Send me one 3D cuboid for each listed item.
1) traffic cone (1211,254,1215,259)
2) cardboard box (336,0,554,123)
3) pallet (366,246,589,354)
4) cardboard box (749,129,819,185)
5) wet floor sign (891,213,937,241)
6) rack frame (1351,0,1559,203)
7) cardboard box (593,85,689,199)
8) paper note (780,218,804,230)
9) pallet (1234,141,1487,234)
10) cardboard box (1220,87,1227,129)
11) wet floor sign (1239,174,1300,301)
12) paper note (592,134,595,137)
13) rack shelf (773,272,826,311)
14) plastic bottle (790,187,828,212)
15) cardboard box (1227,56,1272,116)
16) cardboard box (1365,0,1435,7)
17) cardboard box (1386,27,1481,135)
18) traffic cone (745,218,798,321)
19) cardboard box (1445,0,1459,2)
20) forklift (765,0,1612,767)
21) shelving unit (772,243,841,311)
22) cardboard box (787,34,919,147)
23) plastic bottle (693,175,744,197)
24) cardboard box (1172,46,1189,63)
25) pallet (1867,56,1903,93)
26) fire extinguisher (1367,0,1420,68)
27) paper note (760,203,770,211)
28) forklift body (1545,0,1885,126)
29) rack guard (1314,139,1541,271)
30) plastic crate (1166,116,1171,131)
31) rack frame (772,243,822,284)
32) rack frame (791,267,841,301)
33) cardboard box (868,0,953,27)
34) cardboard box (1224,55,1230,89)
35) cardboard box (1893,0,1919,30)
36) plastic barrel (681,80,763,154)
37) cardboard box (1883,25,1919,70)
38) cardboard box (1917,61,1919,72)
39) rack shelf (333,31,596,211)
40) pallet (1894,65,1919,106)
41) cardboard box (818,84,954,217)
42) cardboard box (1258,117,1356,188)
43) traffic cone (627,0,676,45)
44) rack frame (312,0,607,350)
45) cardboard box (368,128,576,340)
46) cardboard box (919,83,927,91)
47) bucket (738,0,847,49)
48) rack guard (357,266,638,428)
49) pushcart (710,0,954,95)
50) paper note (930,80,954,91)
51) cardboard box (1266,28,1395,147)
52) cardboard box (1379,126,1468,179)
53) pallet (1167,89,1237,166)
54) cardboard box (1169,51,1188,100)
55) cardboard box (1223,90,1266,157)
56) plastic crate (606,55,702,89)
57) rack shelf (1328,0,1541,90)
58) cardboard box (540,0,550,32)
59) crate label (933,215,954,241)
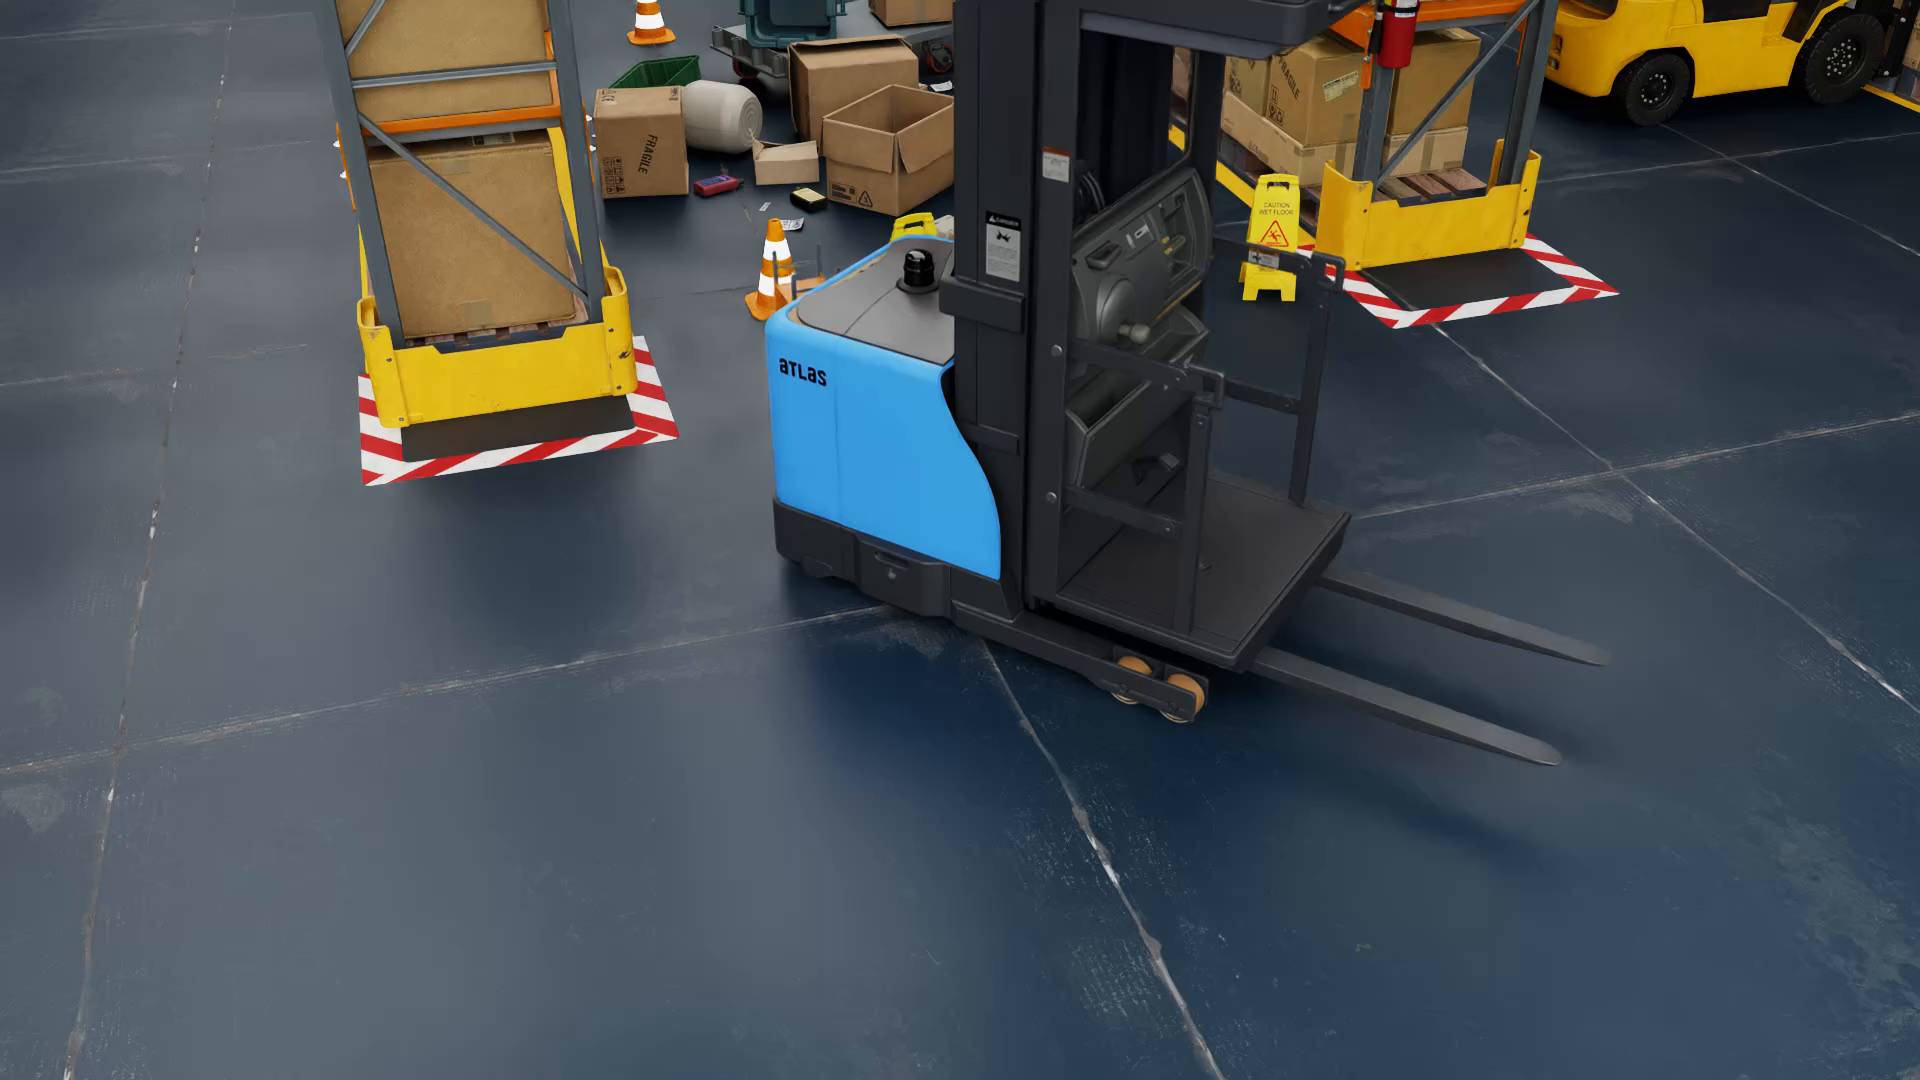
[{"bbox_3d":[1.207,-1.785,9.031,0.336,0.463,0.334,-10,35,-15],"label":"traffic cone"},{"bbox_3d":[-2.273,-2.198,7.220,0.875,0.550,0.550,-10,35,-15],"label":"cardboard box"},{"bbox_3d":[-2.435,-1.192,8.362,1.003,0.211,1.213,-10,35,-15],"label":"pallet"},{"bbox_3d":[-1.058,-2.315,10.013,0.396,0.266,0.258,-4,34,-6],"label":"cardboard box"},{"bbox_3d":[-0.222,-1.284,8.108,0.267,0.644,0.232,-16,37,-23],"label":"wet floor sign"},{"bbox_3d":[2.567,-2.834,8.318,1.000,3.000,0.127,-10,35,-15],"label":"rack frame"},{"bbox_3d":[-1.886,-2.364,9.873,0.500,0.500,0.500,-4,34,-6],"label":"cardboard box"},{"bbox_3d":[-0.965,-1.796,9.442,0.144,0.017,0.142,1,33,2],"label":"paper note"},{"bbox_3d":[2.330,-2.143,9.802,1.003,0.211,1.213,-10,35,-15],"label":"pallet"},{"bbox_3d":[1.749,-2.788,10.362,0.500,0.250,0.500,-11,35,-16],"label":"cardboard box"},{"bbox_3d":[1.606,-1.572,8.544,0.267,0.644,0.232,1,33,2],"label":"wet floor sign"},{"bbox_3d":[-2.269,-2.610,10.671,0.142,0.020,0.147,19,38,26],"label":"paper note"},{"bbox_3d":[-0.603,-0.889,6.648,0.215,0.259,0.240,-13,36,-19],"label":"rack shelf"},{"bbox_3d":[-0.903,-1.999,9.719,0.133,0.061,0.283,-23,40,-31],"label":"plastic bottle"},{"bbox_3d":[1.912,-2.825,9.738,0.500,0.500,0.500,-9,34,-13],"label":"cardboard box"},{"bbox_3d":[2.249,-2.890,8.630,0.380,0.149,0.250,-9,34,-13],"label":"cardboard box"},{"bbox_3d":[2.577,-2.657,9.484,0.500,0.500,0.500,-11,35,-16],"label":"cardboard box"},{"bbox_3d":[-0.926,-1.408,8.461,0.336,0.463,0.334,-10,35,-15],"label":"traffic cone"},{"bbox_3d":[2.661,-2.943,8.710,0.380,0.149,0.250,-10,35,-15],"label":"cardboard box"},{"bbox_3d":[0.793,-0.923,5.488,3.031,2.935,1.130,19,38,26],"label":"forklift"},{"bbox_3d":[-0.603,-0.662,6.799,0.215,1.050,0.252,-13,36,-19],"label":"shelving unit"},{"bbox_3d":[-0.673,-2.835,10.461,0.797,0.637,0.503,-10,35,-15],"label":"cardboard box"},{"bbox_3d":[-1.432,-2.117,9.898,0.283,0.061,0.133,-23,40,-31],"label":"plastic bottle"},{"bbox_3d":[1.601,-3.368,10.560,0.500,0.500,0.500,-8,34,-12],"label":"cardboard box"},{"bbox_3d":[6.651,-3.541,11.918,1.003,0.211,1.213,-10,35,-15],"label":"pallet"},{"bbox_3d":[2.163,-2.664,8.131,0.296,0.674,0.183,-10,35,-15],"label":"fire extinguisher"},{"bbox_3d":[-1.135,-1.940,9.677,0.032,0.001,0.123,7,34,10],"label":"paper note"},{"bbox_3d":[4.977,-4.006,10.861,2.313,2.155,1.214,-10,35,-15],"label":"forklift body"},{"bbox_3d":[2.544,-1.831,9.068,1.175,0.500,0.348,-10,35,-15],"label":"rack guard"},{"bbox_3d":[1.045,-2.754,10.845,0.402,0.080,0.583,-23,40,-31],"label":"plastic crate"},{"bbox_3d":[-0.650,-0.724,6.893,0.200,1.050,0.008,-13,36,-19],"label":"rack frame"},{"bbox_3d":[-0.557,-0.599,6.705,0.200,1.050,0.008,-13,36,-19],"label":"rack frame"},{"bbox_3d":[-0.339,-3.892,11.500,0.500,0.500,0.500,-10,35,-15],"label":"cardboard box"},{"bbox_3d":[1.765,-3.091,10.140,0.500,0.500,0.500,-11,35,-16],"label":"cardboard box"},{"bbox_3d":[6.527,-3.643,11.202,0.500,0.250,0.500,-11,35,-16],"label":"cardboard box"},{"bbox_3d":[-1.529,-2.636,10.356,0.512,0.421,0.421,13,36,18],"label":"plastic barrel"},{"bbox_3d":[6.562,-3.419,11.317,0.500,0.250,0.500,-10,35,-14],"label":"cardboard box"},{"bbox_3d":[6.706,-3.155,10.917,0.500,0.250,0.500,-10,35,-15],"label":"cardboard box"},{"bbox_3d":[-2.726,-2.699,8.766,1.077,0.370,4.000,-10,35,-15],"label":"rack shelf"},{"bbox_3d":[7.020,-2.902,10.950,1.003,0.211,1.213,-10,35,-15],"label":"pallet"},{"bbox_3d":[-0.380,-2.289,9.758,0.637,0.503,0.797,19,38,26],"label":"cardboard box"},{"bbox_3d":[2.057,-2.254,9.553,0.500,0.250,0.500,-10,35,-15],"label":"cardboard box"},{"bbox_3d":[-2.307,-3.948,12.306,0.336,0.463,0.334,-10,35,-15],"label":"traffic cone"},{"bbox_3d":[-2.116,-1.949,6.978,1.000,3.000,0.127,-10,35,-15],"label":"rack frame"},{"bbox_3d":[-2.386,-1.582,7.970,0.875,0.875,0.875,-10,35,-14],"label":"cardboard box"},{"bbox_3d":[-0.449,-3.005,11.057,0.396,0.266,0.258,19,38,26],"label":"cardboard box"},{"bbox_3d":[-1.099,-3.633,11.118,0.726,0.611,0.620,1,23,2],"label":"bucket"},{"bbox_3d":[-2.109,-0.893,7.648,1.175,0.500,0.348,-10,35,-15],"label":"rack guard"},{"bbox_3d":[-0.809,-3.431,11.599,1.648,0.377,0.936,-23,40,-31],"label":"pushcart"},{"bbox_3d":[-0.116,-3.130,11.460,0.148,0.019,0.142,-10,35,-15],"label":"paper note"},{"bbox_3d":[2.074,-2.552,9.324,0.500,0.500,0.500,-10,35,-14],"label":"cardboard box"},{"bbox_3d":[2.584,-2.332,9.672,0.500,0.250,0.500,-10,35,-15],"label":"cardboard box"},{"bbox_3d":[1.961,-2.783,10.769,1.003,0.211,1.213,-10,35,-15],"label":"pallet"},{"bbox_3d":[1.608,-3.051,10.759,0.500,0.250,0.500,-10,35,-15],"label":"cardboard box"},{"bbox_3d":[1.914,-2.515,9.948,0.500,0.250,0.500,-10,35,-15],"label":"cardboard box"},{"bbox_3d":[-2.036,-3.029,11.111,0.450,0.188,0.662,-2,32,16],"label":"plastic crate"},{"bbox_3d":[1.957,-3.584,10.106,1.077,0.370,4.000,-10,35,-15],"label":"rack shelf"},{"bbox_3d":[-2.512,-2.799,8.128,0.875,0.550,0.550,-10,35,-15],"label":"cardboard box"},{"bbox_3d":[-0.045,-1.686,9.177,0.298,0.136,0.250,27,42,34],"label":"crate label"}]
